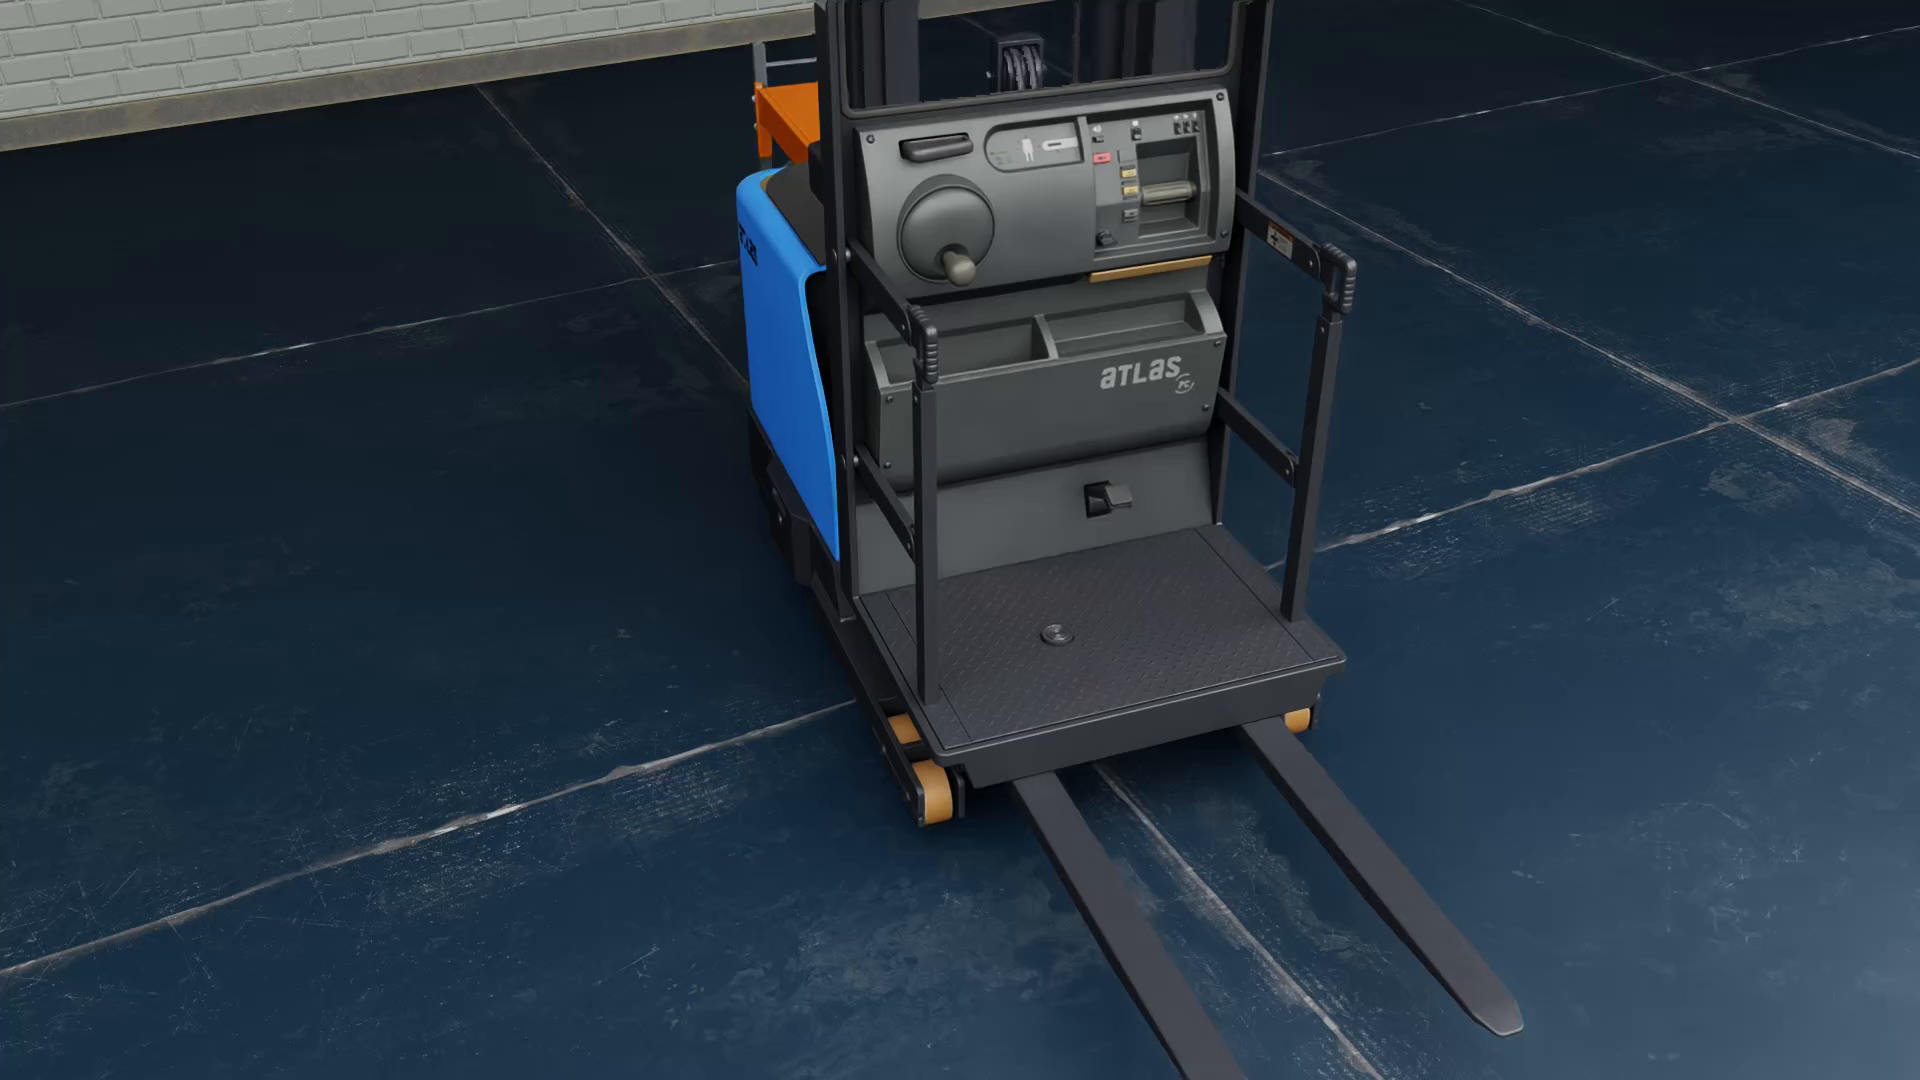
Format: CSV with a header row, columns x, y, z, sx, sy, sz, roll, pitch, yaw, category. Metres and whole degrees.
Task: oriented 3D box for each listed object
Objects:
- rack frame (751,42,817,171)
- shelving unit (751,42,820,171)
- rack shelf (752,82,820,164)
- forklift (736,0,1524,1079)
x,y,z,sx,sy,sz,roll,pitch,yaw,category
-0.505,-1.338,6.295,0.500,1.125,0.032,-11,34,-17,rack frame
-0.330,-1.080,5.893,0.538,1.125,1.048,-11,34,-17,shelving unit
-0.330,-1.326,5.735,0.538,0.278,1.000,-11,34,-17,rack shelf
0.295,-0.777,3.746,1.130,2.935,3.031,-11,34,-17,forklift
